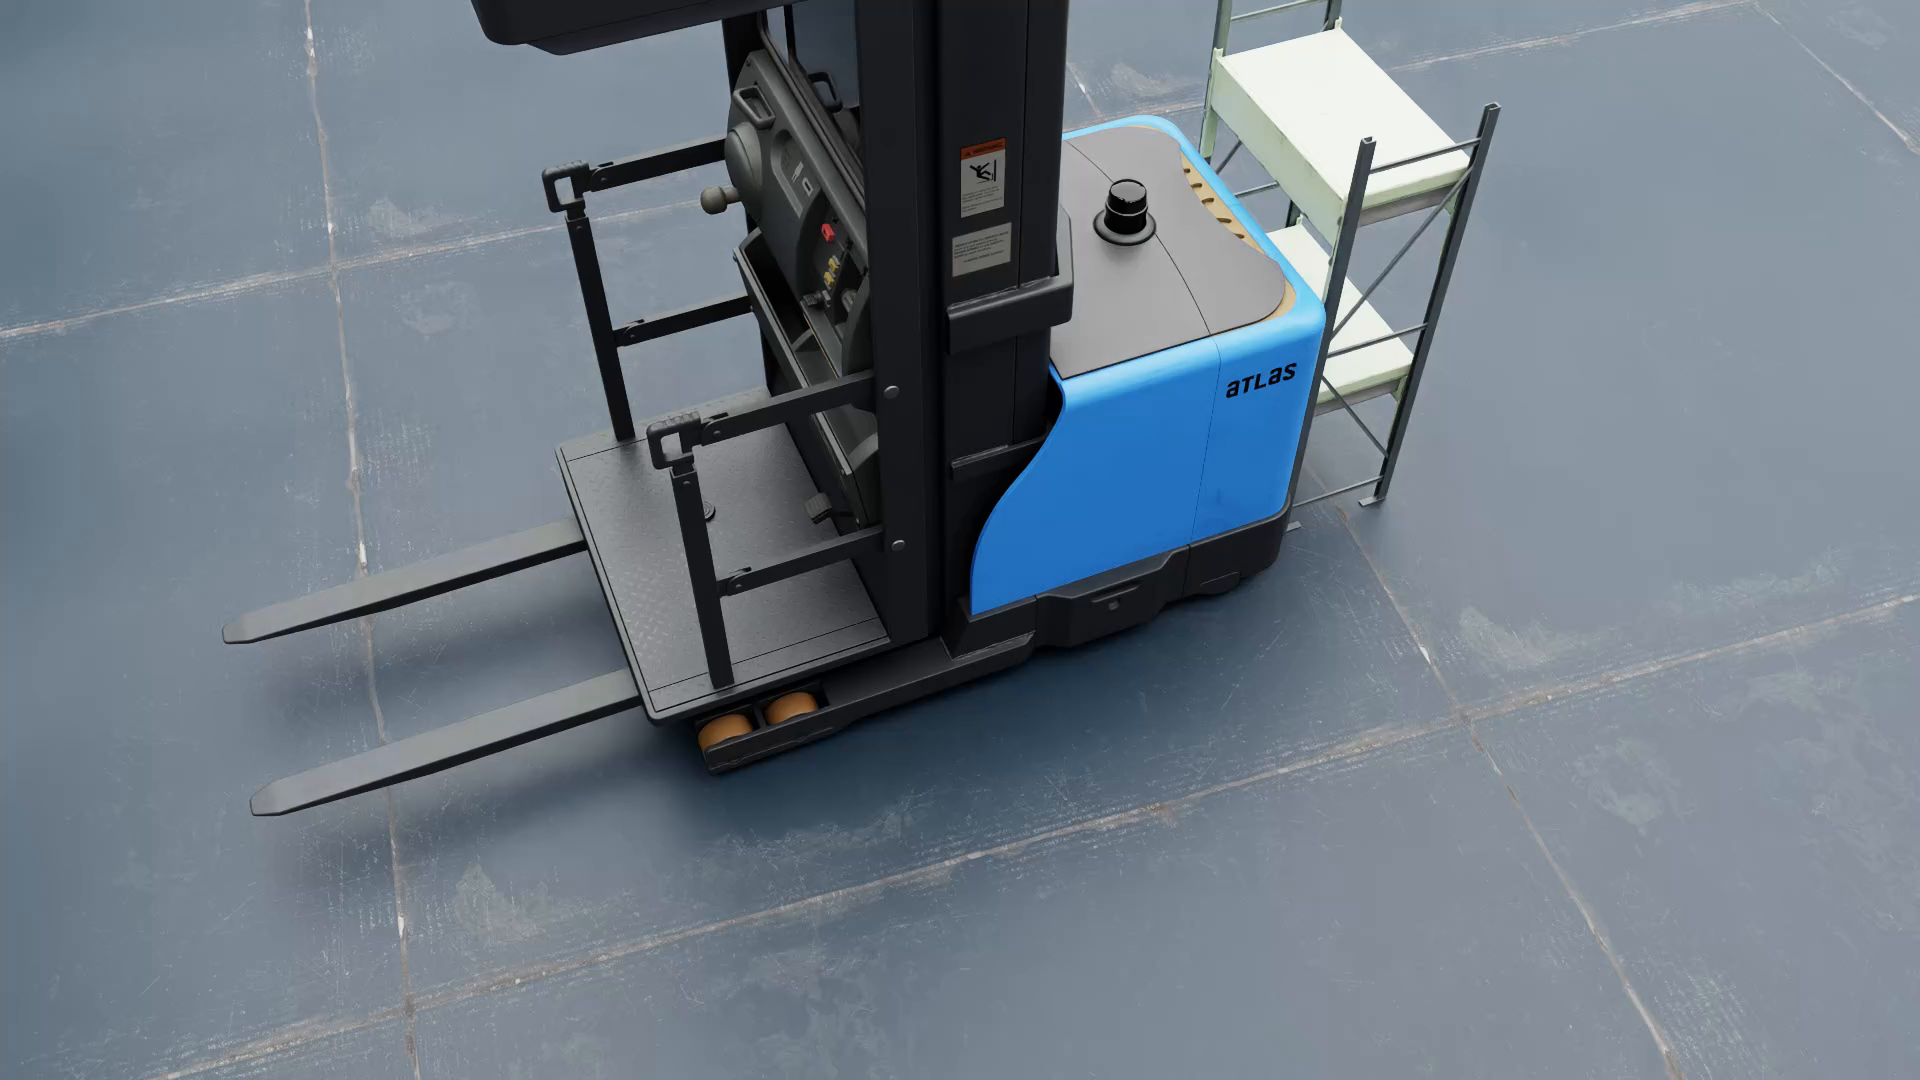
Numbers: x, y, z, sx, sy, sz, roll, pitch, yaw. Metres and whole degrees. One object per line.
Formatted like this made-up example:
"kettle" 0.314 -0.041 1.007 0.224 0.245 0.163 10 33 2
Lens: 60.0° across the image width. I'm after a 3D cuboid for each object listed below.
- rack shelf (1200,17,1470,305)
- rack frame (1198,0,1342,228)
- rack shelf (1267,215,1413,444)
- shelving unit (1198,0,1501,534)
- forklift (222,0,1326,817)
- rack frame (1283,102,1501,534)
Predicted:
"rack shelf" 1.043 -1.074 4.664 0.431 0.370 0.720 -18 52 -14
"rack frame" 0.902 -1.080 5.180 0.400 1.500 0.023 -18 52 -14
"rack shelf" 1.043 -0.612 5.211 0.431 0.370 0.720 -18 52 -14
"shelving unit" 1.043 -0.822 4.962 0.431 1.500 0.755 -18 52 -14
"forklift" -0.582 -0.760 3.973 3.031 2.935 1.130 -18 52 -14
"rack frame" 1.183 -0.564 4.744 0.400 1.500 0.023 -18 52 -14
